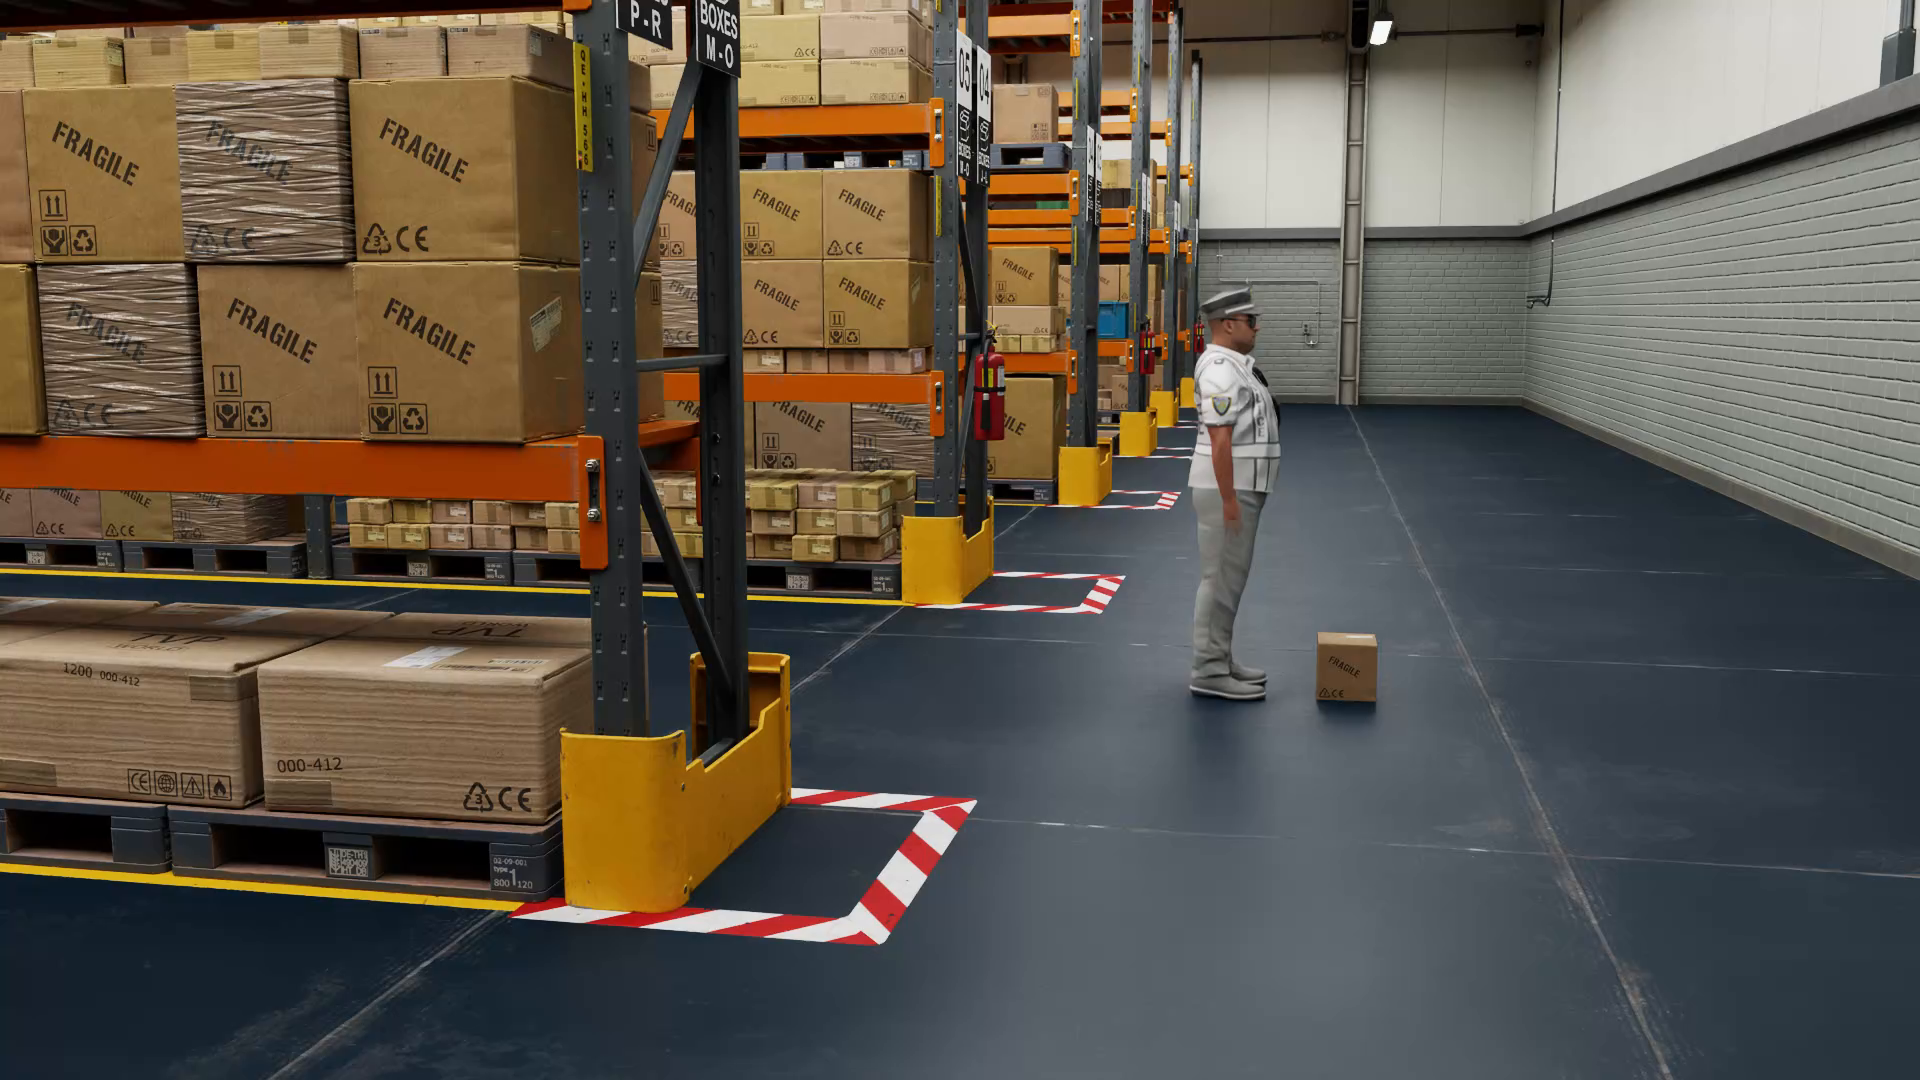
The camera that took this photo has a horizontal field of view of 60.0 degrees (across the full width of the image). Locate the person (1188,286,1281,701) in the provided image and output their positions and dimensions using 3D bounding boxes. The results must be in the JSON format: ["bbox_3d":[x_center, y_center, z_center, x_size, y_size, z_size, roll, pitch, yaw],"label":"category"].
[{"bbox_3d":[1.197,-0.212,7.268,0.395,1.768,0.525,2,8,12],"label":"person"}]
